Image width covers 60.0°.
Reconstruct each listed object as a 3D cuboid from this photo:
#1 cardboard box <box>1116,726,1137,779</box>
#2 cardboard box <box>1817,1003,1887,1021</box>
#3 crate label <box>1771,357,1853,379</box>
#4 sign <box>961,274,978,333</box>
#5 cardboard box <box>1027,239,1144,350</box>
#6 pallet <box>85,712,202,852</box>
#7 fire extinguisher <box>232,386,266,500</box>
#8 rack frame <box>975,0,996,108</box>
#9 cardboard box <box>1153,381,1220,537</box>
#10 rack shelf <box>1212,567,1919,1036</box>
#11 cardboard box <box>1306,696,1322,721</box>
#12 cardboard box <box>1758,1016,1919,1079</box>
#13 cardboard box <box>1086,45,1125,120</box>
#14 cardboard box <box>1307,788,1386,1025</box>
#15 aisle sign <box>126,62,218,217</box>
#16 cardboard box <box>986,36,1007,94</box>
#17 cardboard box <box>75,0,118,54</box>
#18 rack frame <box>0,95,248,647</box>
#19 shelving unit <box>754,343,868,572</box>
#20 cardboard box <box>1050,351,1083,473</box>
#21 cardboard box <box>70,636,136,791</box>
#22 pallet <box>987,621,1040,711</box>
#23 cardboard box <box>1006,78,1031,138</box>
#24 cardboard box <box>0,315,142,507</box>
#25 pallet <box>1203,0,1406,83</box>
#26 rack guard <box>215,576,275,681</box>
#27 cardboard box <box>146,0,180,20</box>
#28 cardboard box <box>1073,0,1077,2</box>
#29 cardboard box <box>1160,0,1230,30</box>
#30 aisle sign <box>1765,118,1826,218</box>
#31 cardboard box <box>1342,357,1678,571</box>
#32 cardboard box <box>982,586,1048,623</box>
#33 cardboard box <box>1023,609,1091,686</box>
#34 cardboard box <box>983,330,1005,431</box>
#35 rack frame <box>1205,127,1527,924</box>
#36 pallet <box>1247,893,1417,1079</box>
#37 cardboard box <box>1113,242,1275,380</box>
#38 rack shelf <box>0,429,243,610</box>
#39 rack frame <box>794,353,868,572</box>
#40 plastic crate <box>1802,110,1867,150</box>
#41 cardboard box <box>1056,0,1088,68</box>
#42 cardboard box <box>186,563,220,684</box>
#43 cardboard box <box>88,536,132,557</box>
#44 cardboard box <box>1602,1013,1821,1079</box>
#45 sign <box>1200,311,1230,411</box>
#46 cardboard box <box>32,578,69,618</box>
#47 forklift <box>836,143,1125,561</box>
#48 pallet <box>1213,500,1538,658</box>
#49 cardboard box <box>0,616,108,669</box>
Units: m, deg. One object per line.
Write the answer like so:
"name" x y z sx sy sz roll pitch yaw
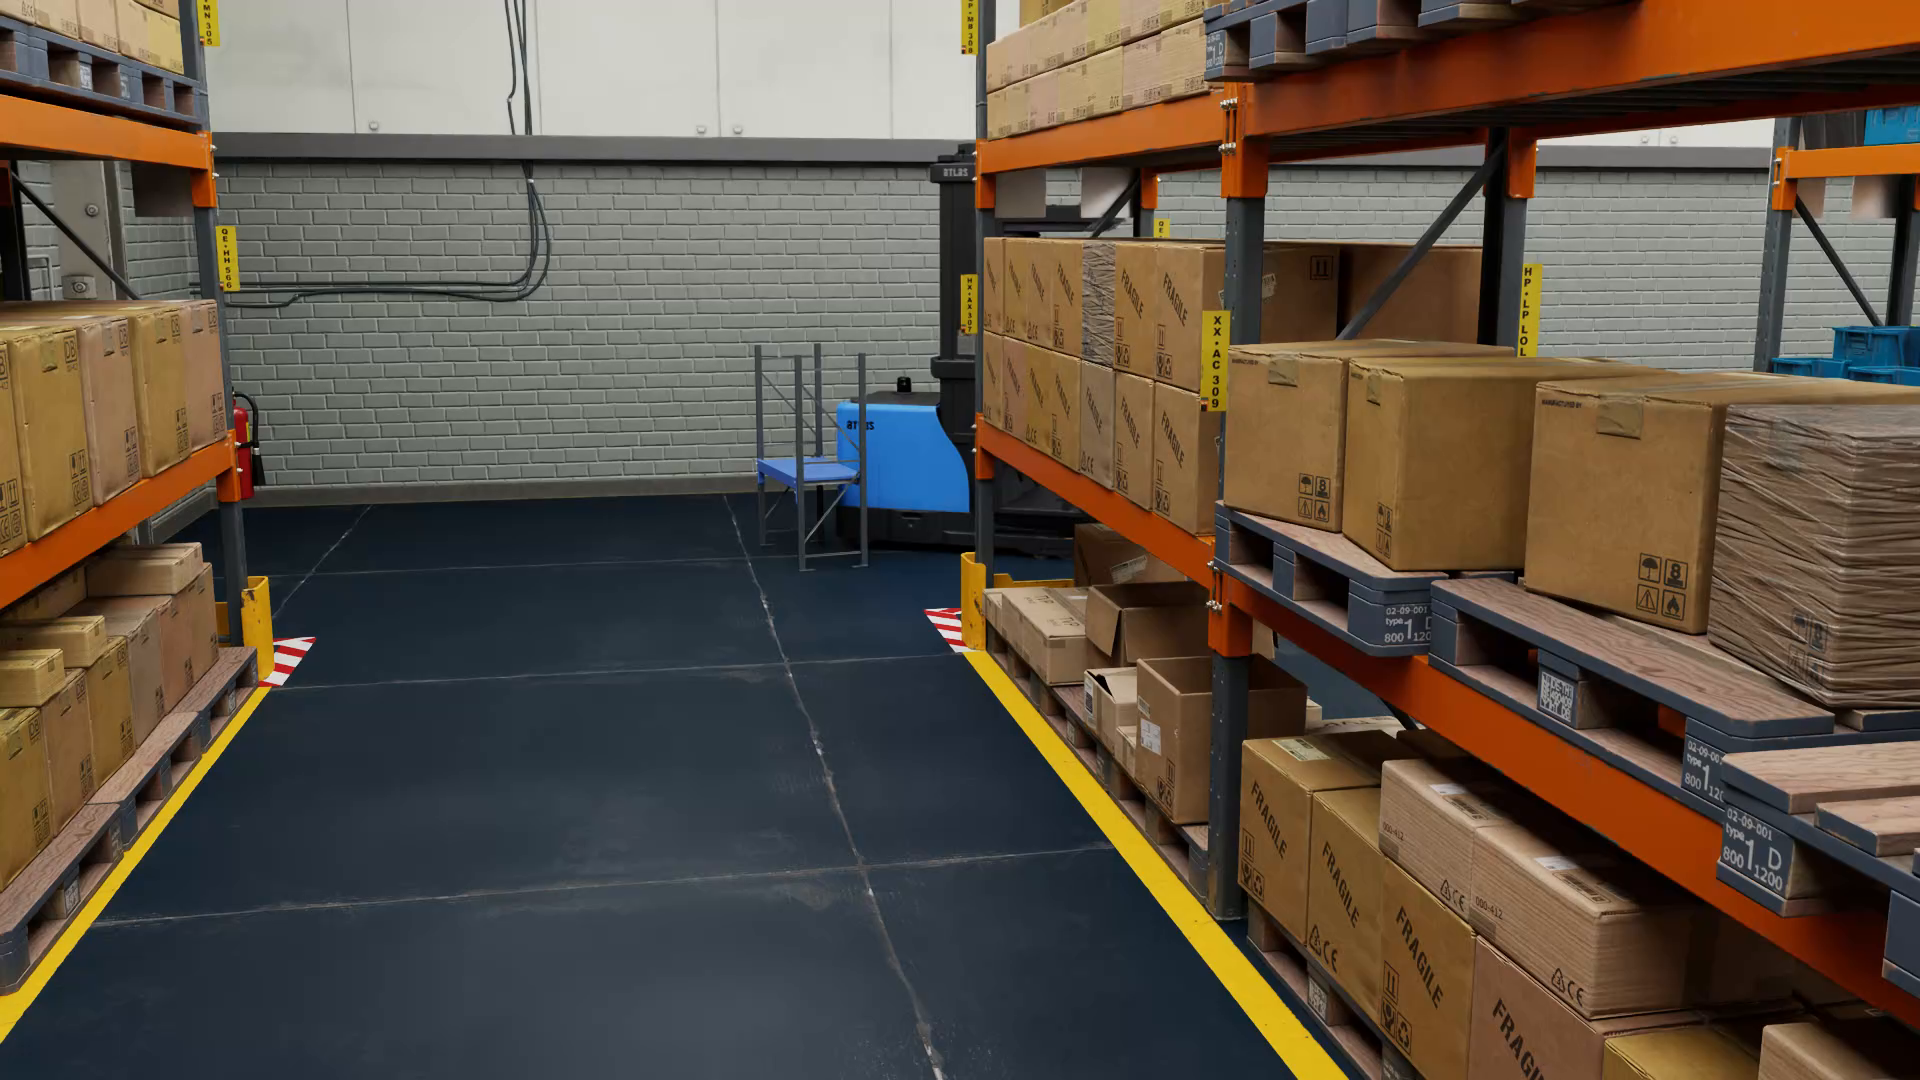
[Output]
"cardboard box" 0.845 0.845 6.681 0.380 0.149 0.250 -2 11 -11
"cardboard box" 2.136 1.285 3.430 0.500 0.500 0.500 -2 11 -12
"crate label" 5.172 -0.981 10.118 0.416 0.233 0.303 -2 11 -11
"sign" 0.056 -1.317 9.281 0.100 0.325 0.005 -2 11 -11
"cardboard box" 0.617 -1.174 7.899 0.500 0.500 0.500 -2 11 -10
"pallet" -3.804 1.006 6.848 1.003 0.211 1.213 -2 11 -11
"fire extinguisher" -3.847 -0.554 8.791 0.296 0.674 0.183 -2 11 -11
"rack frame" 0.588 -3.859 8.905 1.000 3.000 0.127 -2 11 -11
"cardboard box" 1.017 -0.310 6.035 0.500 0.500 0.500 -2 11 -10
"rack shelf" 1.755 0.542 3.751 1.077 0.370 4.000 -2 11 -11
"cardboard box" 1.318 0.754 7.112 0.380 0.166 0.250 -2 11 -11
"cardboard box" 1.717 1.026 2.789 0.500 0.250 0.500 -2 11 -9
"cardboard box" 0.818 -1.841 6.726 0.500 0.250 0.500 -2 11 -11
"cardboard box" 1.336 1.028 4.779 0.500 0.500 0.500 -2 11 -10
"aisle sign" -3.990 -2.032 8.399 0.394 0.787 0.004 -2 11 -11
"cardboard box" 0.432 -2.454 8.608 0.500 0.250 0.500 -2 11 -11
"cardboard box" -3.659 -2.071 6.544 0.500 0.250 0.500 -2 11 -13
"rack frame" -4.271 -0.731 8.516 1.000 3.000 0.127 -2 11 -11
"shelving unit" -1.079 -0.623 11.957 0.538 1.500 1.048 -4 12 -22
"cardboard box" 0.711 -0.592 7.516 0.500 0.500 0.500 -2 11 -10
"cardboard box" -3.730 0.697 6.576 0.700 0.500 0.500 -2 11 -10
"pallet" 0.759 0.618 8.885 1.003 0.211 1.213 -2 11 -11
"cardboard box" 0.523 -2.116 8.171 0.500 0.250 0.500 -2 11 -11
"cardboard box" -3.870 -0.512 6.563 0.980 0.700 0.700 -3 11 -14
"pallet" 1.424 -1.437 4.706 1.213 0.211 1.003 -2 11 -11
"rack guard" -4.275 0.492 8.772 1.175 0.500 0.348 -2 11 -11
"cardboard box" -3.861 -2.631 7.477 0.500 0.500 0.500 -2 11 -11
"cardboard box" 0.920 -2.650 7.631 0.700 0.500 0.500 -2 11 -11
"cardboard box" 1.005 -1.903 5.715 0.500 0.250 0.500 -2 11 -11
"aisle sign" 5.142 -2.371 10.178 0.394 0.787 0.004 -2 11 -11
"cardboard box" 1.434 -0.215 4.413 0.700 0.500 0.500 0 11 -2
"cardboard box" 0.332 0.362 9.222 0.380 0.149 0.250 -2 11 -11
"cardboard box" 0.610 0.516 8.140 0.500 0.250 0.500 -2 11 -11
"cardboard box" 0.415 -0.870 8.978 0.500 0.500 0.500 -2 11 -10
"rack frame" 1.366 -0.178 5.611 1.000 3.000 0.127 -2 11 -11
"pallet" 1.561 1.339 5.095 1.003 0.211 1.213 -2 11 -11
"cardboard box" 0.911 -0.896 6.439 0.500 0.500 0.500 -2 11 -12
"rack shelf" -3.882 -0.011 6.656 1.077 0.370 4.000 -2 11 -11
"rack frame" -0.887 -0.535 11.495 0.500 1.500 0.032 -4 12 -22
"plastic crate" 5.249 -2.420 9.716 0.497 0.269 0.590 -2 11 -11
"cardboard box" 0.720 -2.178 7.161 0.500 0.250 0.500 -2 11 -11
"cardboard box" -4.036 0.415 8.055 0.700 0.500 0.500 -2 11 -11
"cardboard box" -4.257 0.081 8.076 0.380 0.149 0.250 -2 11 -11
"cardboard box" 1.631 1.309 3.304 0.500 0.500 0.500 -3 11 -13
"sign" 0.835 -0.582 5.419 0.100 0.325 0.005 -2 11 -11
"cardboard box" -4.059 0.266 7.102 0.380 0.149 0.250 -2 11 -10
"forklift" 0.648 -1.402 12.221 3.031 2.935 1.130 3 11 16
"pallet" 1.414 0.066 4.838 1.003 0.211 1.213 -2 11 -11
"cardboard box" -3.527 0.399 6.403 0.380 0.149 0.250 -2 11 -13
